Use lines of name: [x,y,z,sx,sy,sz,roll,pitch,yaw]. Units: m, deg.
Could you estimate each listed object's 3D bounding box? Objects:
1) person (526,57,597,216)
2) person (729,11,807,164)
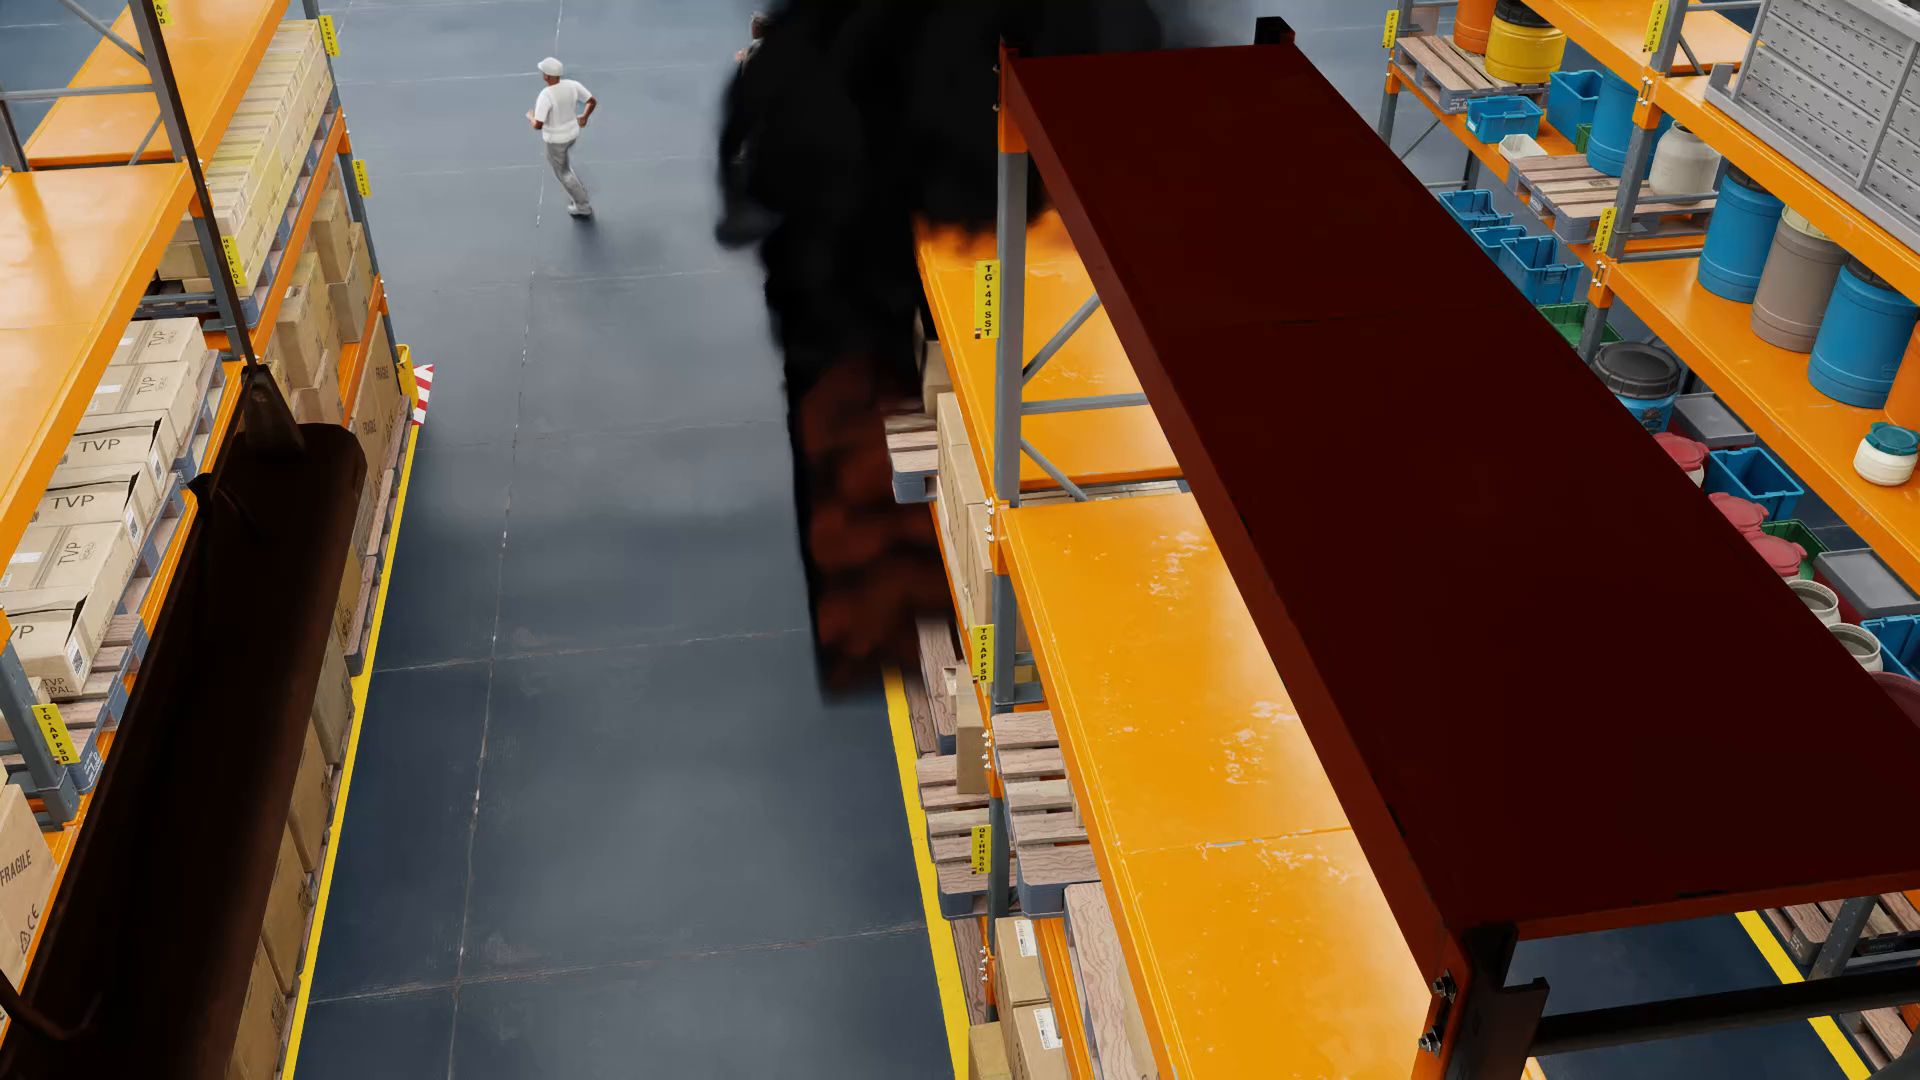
person: [-4.321,-4.359,17.895,0.668,1.734,0.687,16,39,20]
person: [-2.238,-5.104,18.855,0.924,1.778,0.664,10,37,13]
